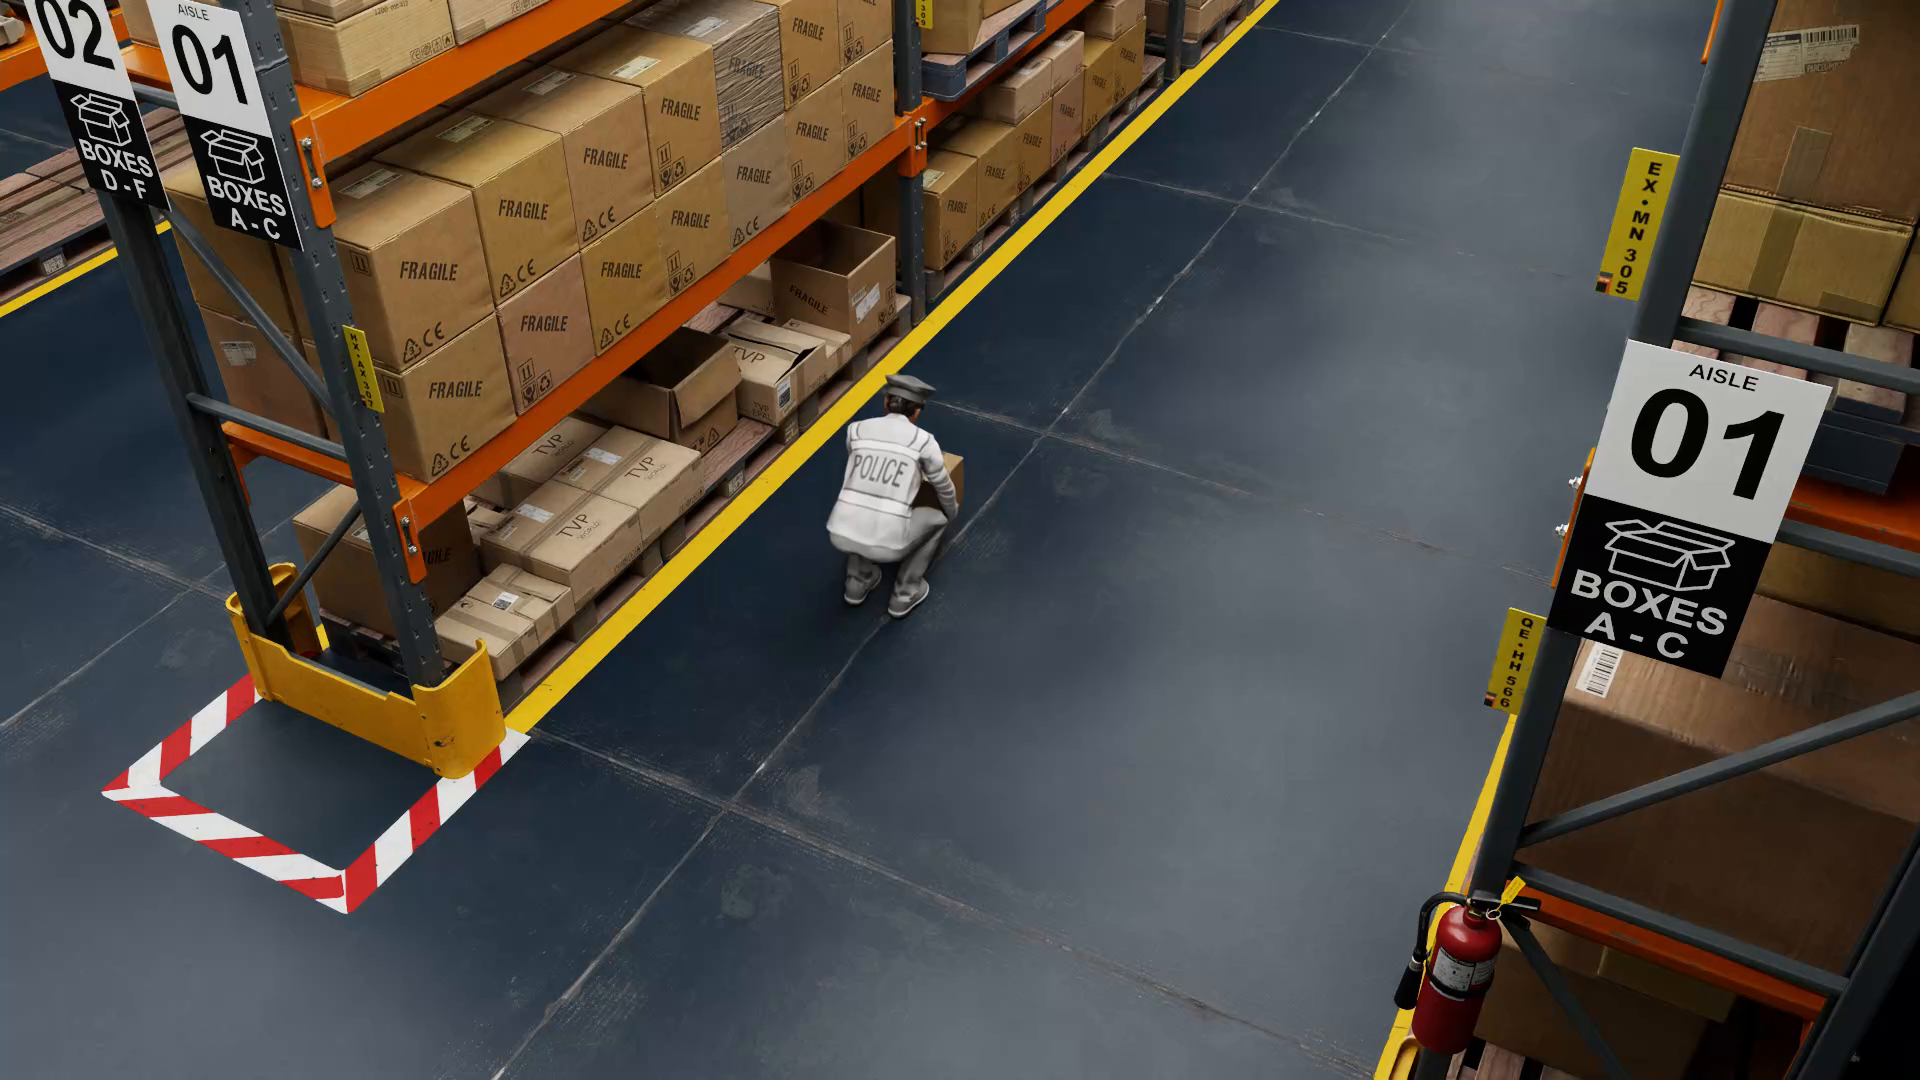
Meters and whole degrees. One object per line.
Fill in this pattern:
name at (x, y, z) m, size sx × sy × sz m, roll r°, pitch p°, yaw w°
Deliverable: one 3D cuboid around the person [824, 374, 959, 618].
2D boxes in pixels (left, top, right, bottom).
person at (-0.324, -0.200, 7.551) m, size 0.494 × 0.994 × 0.819 m, roll 16°, pitch 41°, yaw 20°
